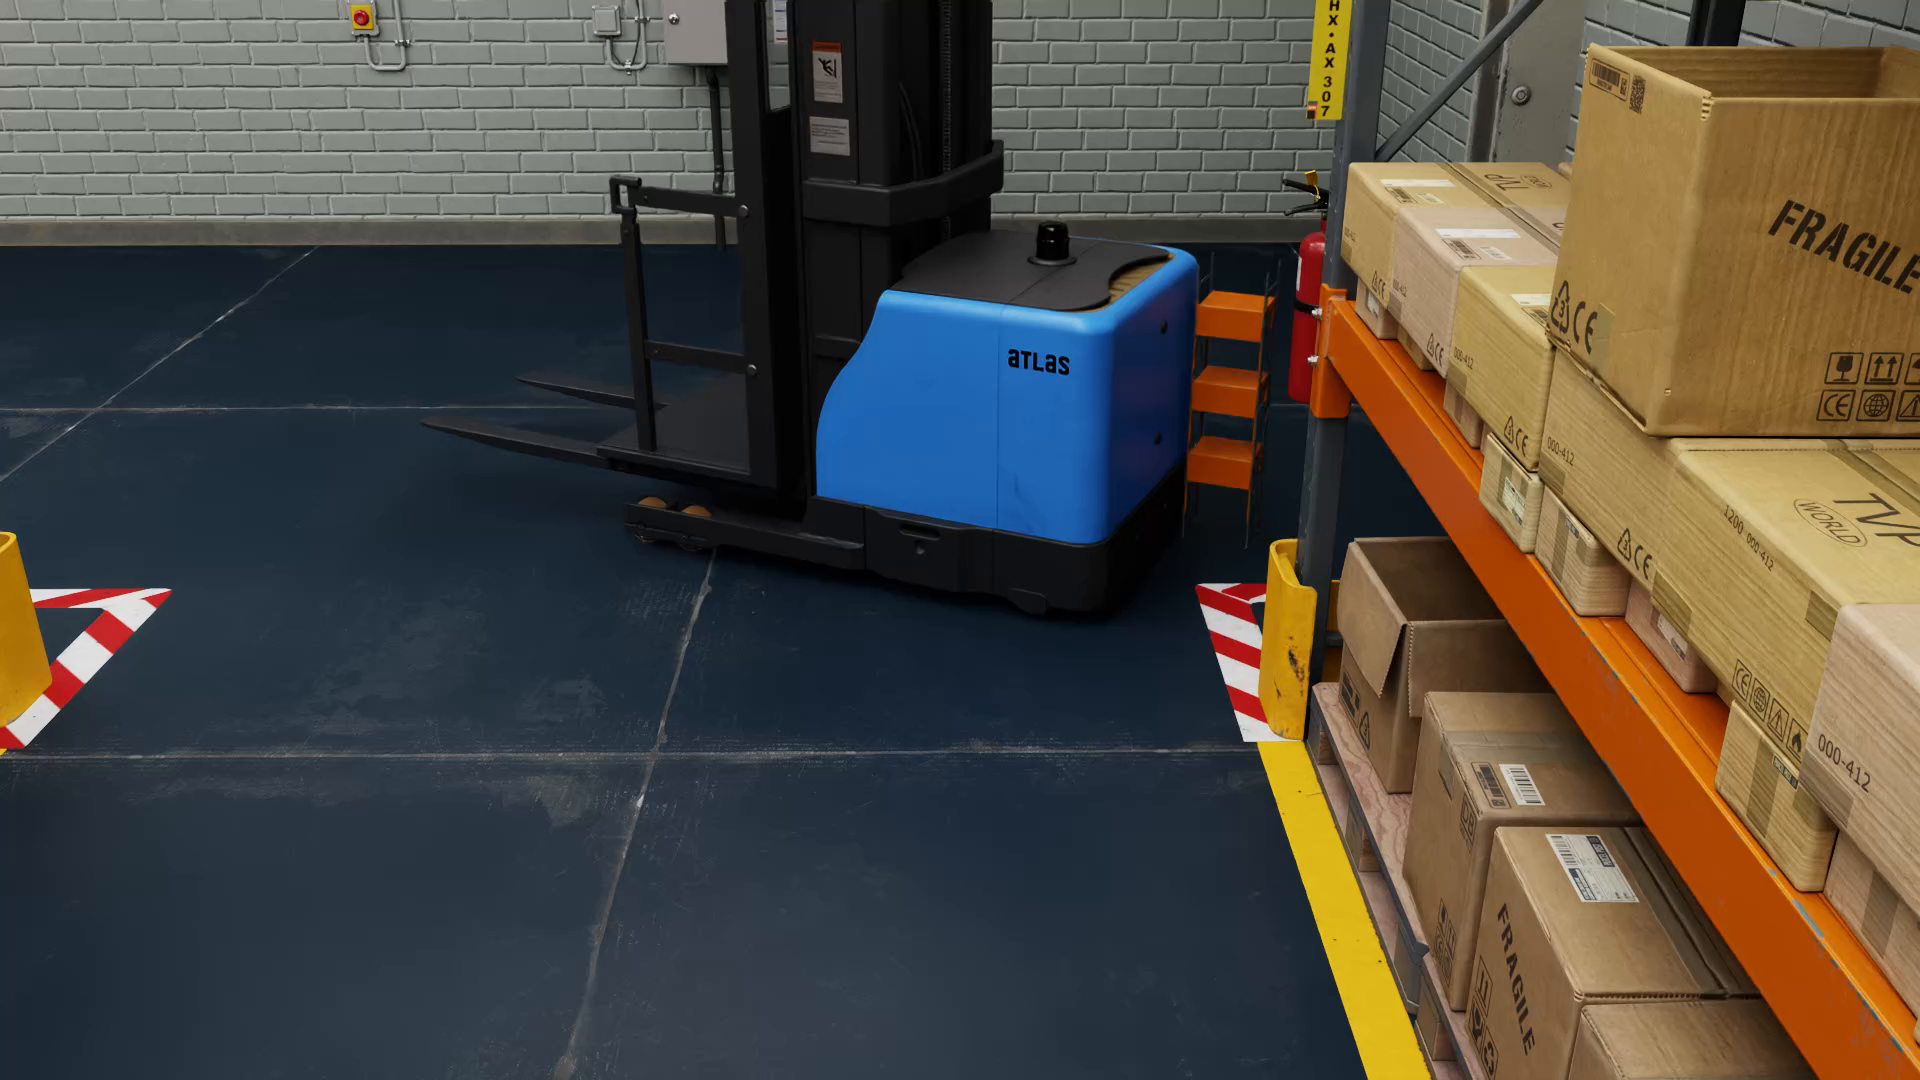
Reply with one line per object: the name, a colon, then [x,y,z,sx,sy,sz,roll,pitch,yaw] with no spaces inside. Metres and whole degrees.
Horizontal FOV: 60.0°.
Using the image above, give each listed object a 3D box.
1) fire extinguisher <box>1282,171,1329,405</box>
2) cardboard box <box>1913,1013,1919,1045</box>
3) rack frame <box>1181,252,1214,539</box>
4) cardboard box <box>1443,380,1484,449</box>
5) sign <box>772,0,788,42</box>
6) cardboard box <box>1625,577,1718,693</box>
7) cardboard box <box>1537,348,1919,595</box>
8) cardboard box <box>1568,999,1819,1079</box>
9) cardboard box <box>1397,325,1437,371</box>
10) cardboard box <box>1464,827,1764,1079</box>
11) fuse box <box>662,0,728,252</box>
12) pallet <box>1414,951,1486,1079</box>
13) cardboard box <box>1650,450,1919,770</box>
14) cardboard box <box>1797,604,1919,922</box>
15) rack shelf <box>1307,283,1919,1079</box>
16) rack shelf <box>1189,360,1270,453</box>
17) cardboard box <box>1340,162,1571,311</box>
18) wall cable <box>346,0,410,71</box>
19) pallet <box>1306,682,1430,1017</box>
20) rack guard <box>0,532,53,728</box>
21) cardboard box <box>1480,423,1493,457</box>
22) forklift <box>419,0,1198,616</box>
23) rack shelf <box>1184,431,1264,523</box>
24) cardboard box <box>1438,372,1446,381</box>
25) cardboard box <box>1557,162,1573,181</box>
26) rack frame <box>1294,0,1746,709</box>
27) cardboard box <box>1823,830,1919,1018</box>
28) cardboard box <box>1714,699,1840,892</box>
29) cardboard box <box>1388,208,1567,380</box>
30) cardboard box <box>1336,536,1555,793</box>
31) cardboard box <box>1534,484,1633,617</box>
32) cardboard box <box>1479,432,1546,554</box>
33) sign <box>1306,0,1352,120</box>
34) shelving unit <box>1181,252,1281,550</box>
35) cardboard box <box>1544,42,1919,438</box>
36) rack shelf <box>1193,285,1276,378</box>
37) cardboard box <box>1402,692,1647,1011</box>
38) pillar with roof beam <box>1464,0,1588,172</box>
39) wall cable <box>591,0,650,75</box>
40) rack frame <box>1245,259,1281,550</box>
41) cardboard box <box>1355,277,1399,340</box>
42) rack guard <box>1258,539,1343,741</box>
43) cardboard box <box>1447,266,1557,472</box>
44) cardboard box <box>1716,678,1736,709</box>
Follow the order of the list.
fire extinguisher: [1.051,-0.730,4.771,0.296,0.674,0.183,0,24,-1]
cardboard box: [1.251,0.541,1.718,0.380,0.149,0.250,0,24,1]
rack frame: [0.875,-0.520,6.124,0.008,1.050,0.200,10,26,20]
cardboard box: [1.273,-0.309,3.597,0.380,0.149,0.250,0,24,1]
sign: [-0.939,-3.170,9.734,0.329,0.494,0.001,0,24,-1]
cardboard box: [1.304,0.120,2.650,0.380,0.149,0.250,0,24,-1]
cardboard box: [1.292,-0.129,2.715,0.500,0.250,0.500,-1,24,-2]
cardboard box: [1.409,1.103,2.694,0.700,0.500,0.500,-1,24,-3]
cardboard box: [1.294,-0.521,4.067,0.380,0.149,0.250,0,24,1]
cardboard box: [1.303,0.894,3.157,0.500,0.500,0.500,0,24,0]
fuse box: [-1.431,-2.539,9.787,0.539,1.711,0.414,0,24,-1]
pallet: [1.536,1.255,3.219,1.003,0.211,1.213,0,24,-1]
cardboard box: [1.297,0.084,2.246,0.500,0.250,0.500,0,24,-1]
cardboard box: [1.289,0.289,1.792,0.500,0.250,0.500,0,24,0]
rack shelf: [1.537,0.275,2.875,1.077,0.370,4.000,0,24,-1]
rack shelf: [0.987,-0.491,6.086,0.240,0.259,0.215,10,26,20]
cardboard box: [1.251,-0.756,4.102,0.500,0.250,0.500,0,24,0]
wall cable: [-3.533,-3.654,9.417,0.585,1.953,0.123,0,24,-1]
pallet: [1.526,0.754,4.328,1.003,0.211,1.213,0,24,-1]
rack guard: [-3.448,0.276,5.033,1.175,0.500,0.348,0,24,-1]
cardboard box: [1.281,-0.199,3.355,0.380,0.149,0.250,0,24,0]
forklift: [-0.696,-1.477,5.958,3.031,2.935,1.130,11,27,23]
rack shelf: [0.987,-0.237,6.201,0.240,0.259,0.215,10,26,20]
cardboard box: [1.331,-0.413,3.828,0.380,0.149,0.250,-1,24,-1]
cardboard box: [1.786,-0.756,4.102,0.500,0.250,0.500,0,24,1]
rack frame: [1.515,-0.877,4.549,1.000,3.000,0.127,0,24,-1]
cardboard box: [1.276,0.433,1.957,0.380,0.149,0.250,0,24,1]
cardboard box: [1.245,0.328,2.189,0.380,0.149,0.250,-1,24,-1]
cardboard box: [1.256,-0.548,3.643,0.500,0.250,0.500,0,24,0]
cardboard box: [1.427,0.322,4.418,0.797,0.503,0.637,-1,24,-3]
cardboard box: [1.232,0.014,2.884,0.380,0.149,0.250,0,24,1]
cardboard box: [1.209,-0.095,3.124,0.380,0.149,0.250,-1,24,-2]
sign: [0.973,-1.269,4.365,0.100,0.325,0.005,0,24,-1]
shelving unit: [0.987,-0.500,6.082,0.252,1.050,0.215,10,26,20]
cardboard box: [1.267,-0.479,2.581,0.500,0.500,0.500,0,24,1]
rack shelf: [0.988,-0.749,5.969,0.240,0.259,0.215,10,26,20]
cardboard box: [1.398,0.676,3.640,0.700,0.500,0.500,1,24,2]
pillar with roof beam: [-1.918,-4.706,5.735,9.100,9.000,0.400,0,24,-1]
wall cable: [-2.115,-3.650,9.448,0.588,1.984,0.122,0,24,-1]
rack frame: [1.100,-0.481,6.039,0.008,1.050,0.200,10,26,20]
cardboard box: [1.244,-0.626,4.298,0.380,0.149,0.250,0,24,-1]
rack guard: [1.516,0.293,4.995,1.175,0.500,0.348,0,24,-1]
cardboard box: [1.265,-0.339,3.181,0.500,0.250,0.500,-1,24,-2]
cardboard box: [1.354,0.221,2.426,0.380,0.149,0.250,0,24,0]
